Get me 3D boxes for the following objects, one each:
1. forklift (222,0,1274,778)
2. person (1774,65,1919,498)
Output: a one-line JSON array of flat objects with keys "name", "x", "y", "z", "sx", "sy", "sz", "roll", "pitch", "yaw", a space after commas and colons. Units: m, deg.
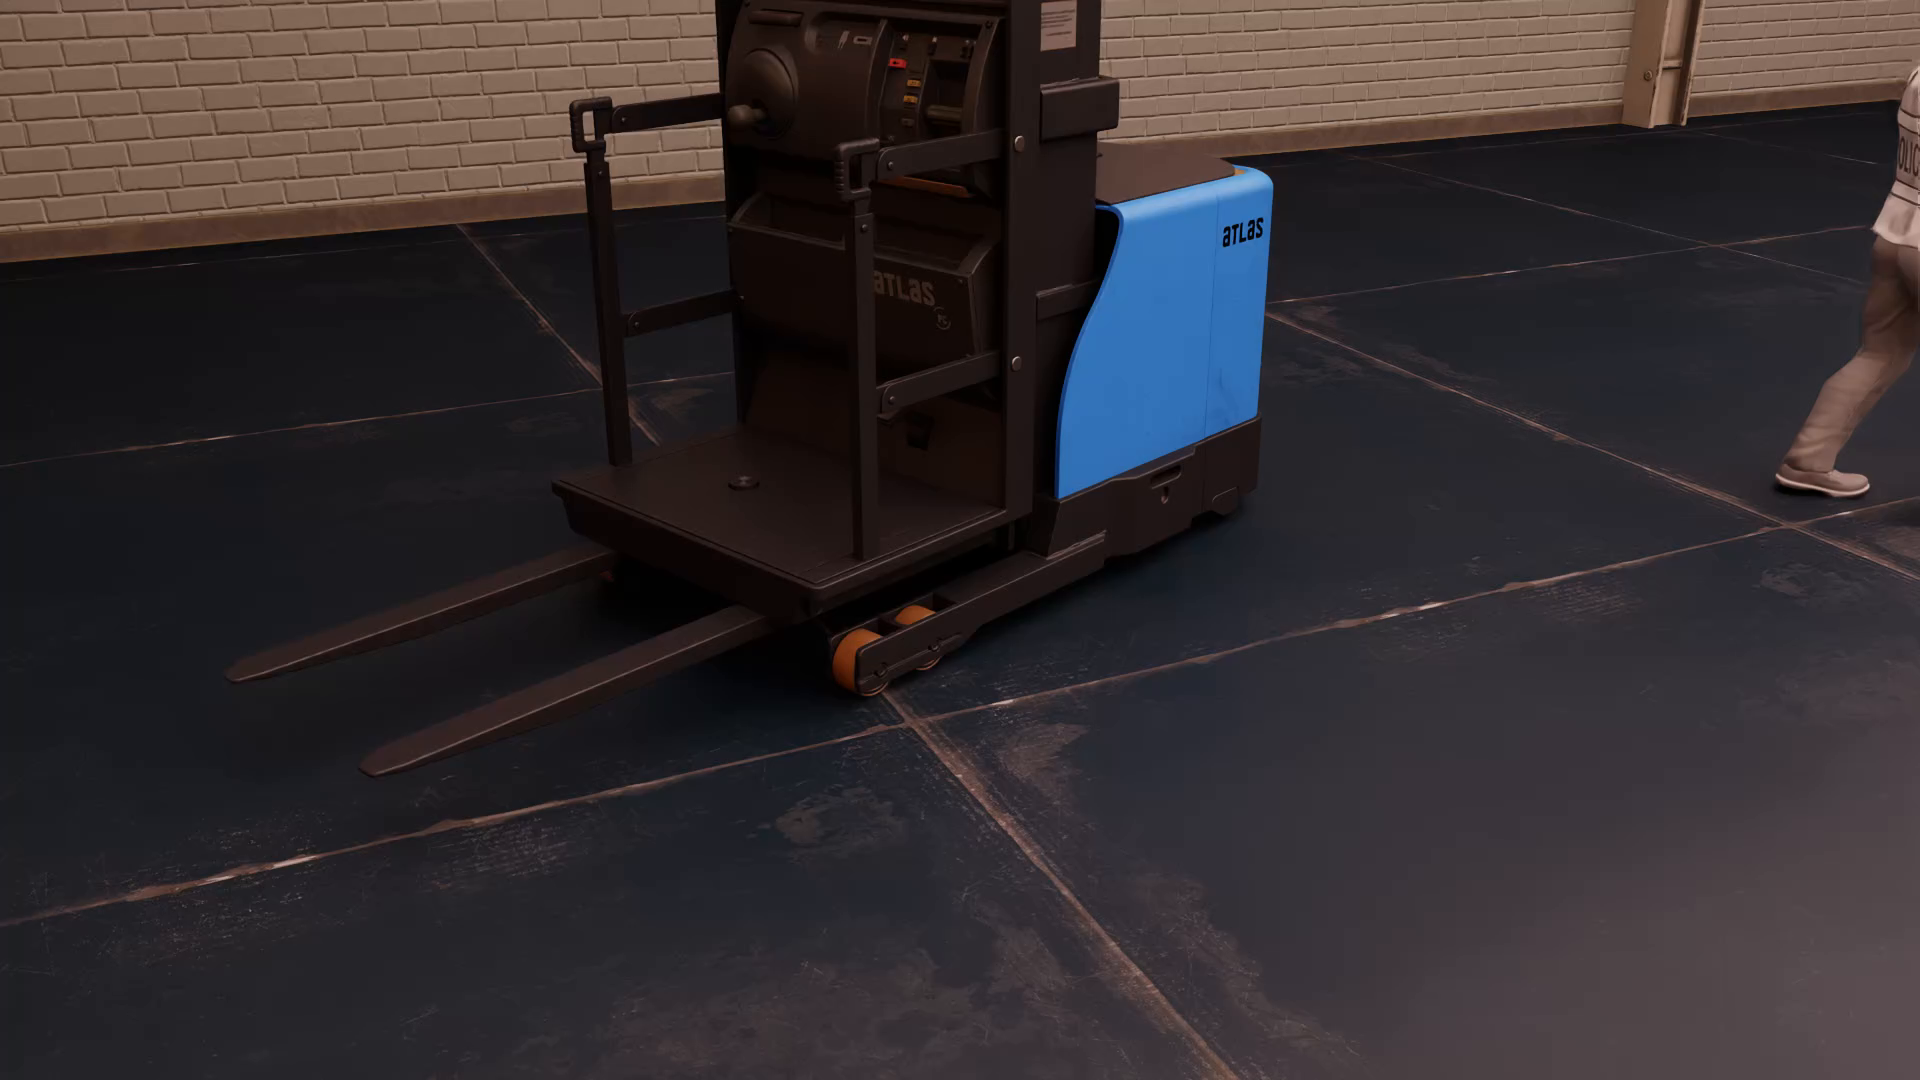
[{"name": "forklift", "x": -0.413, "y": -1.182, "z": 4.131, "sx": 1.130, "sy": 2.935, "sz": 3.031, "roll": 19, "pitch": 29, "yaw": 39}, {"name": "person", "x": 3.046, "y": -0.850, "z": 5.050, "sx": 0.721, "sy": 1.640, "sz": 0.891, "roll": 2, "pitch": 23, "yaw": 5}]
